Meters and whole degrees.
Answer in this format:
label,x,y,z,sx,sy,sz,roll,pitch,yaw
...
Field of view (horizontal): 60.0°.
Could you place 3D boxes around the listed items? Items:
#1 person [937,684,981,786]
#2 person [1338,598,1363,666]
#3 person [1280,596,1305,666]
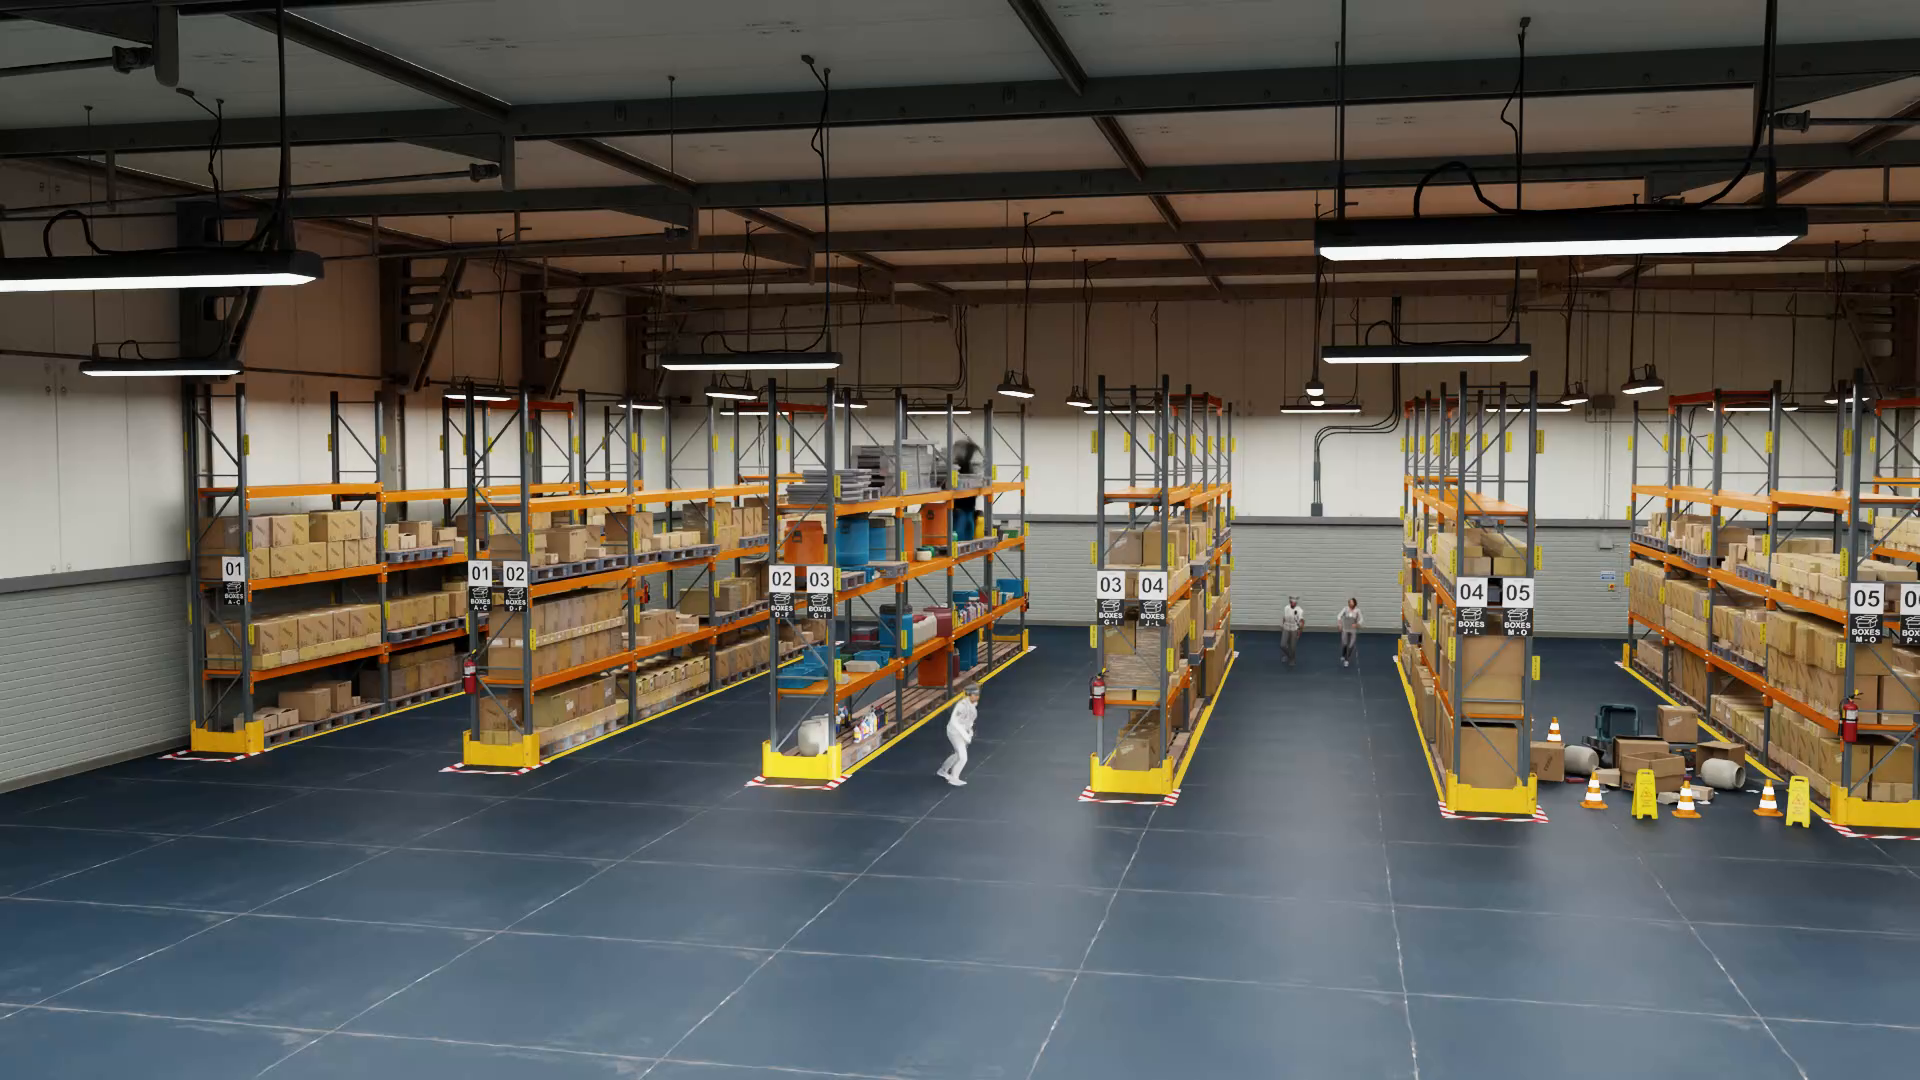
label,x,y,z,sx,sy,sz,roll,pitch,yaw
person,-0.032,2.848,24.420,0.833,1.520,0.610,2,4,27
person,8.804,2.073,37.504,0.570,1.556,0.496,1,3,14
person,7.512,2.052,37.604,0.596,1.614,0.593,2,4,26
